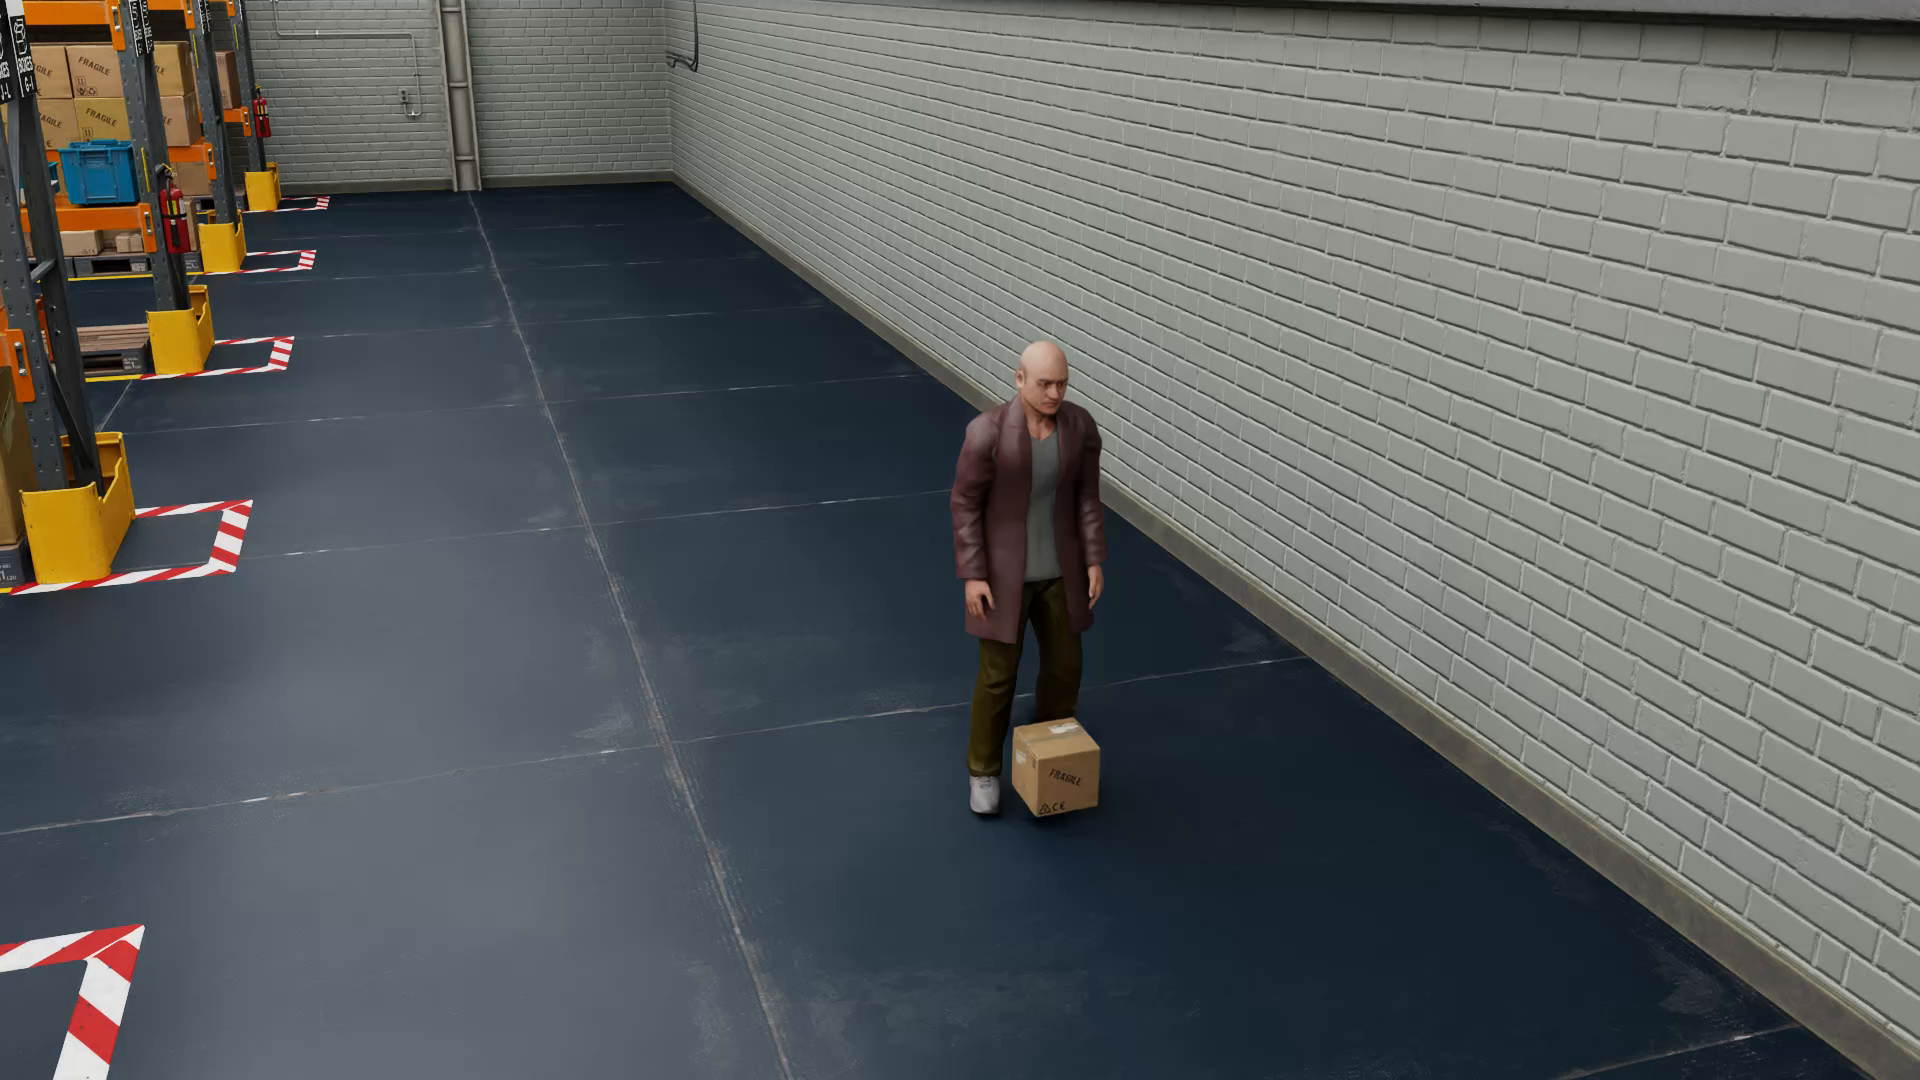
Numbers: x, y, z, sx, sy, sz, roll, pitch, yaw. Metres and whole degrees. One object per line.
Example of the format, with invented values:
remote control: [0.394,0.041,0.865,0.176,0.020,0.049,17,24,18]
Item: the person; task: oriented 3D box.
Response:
person: [0.270,0.126,6.223,0.633,1.773,0.427,-7,20,-19]
